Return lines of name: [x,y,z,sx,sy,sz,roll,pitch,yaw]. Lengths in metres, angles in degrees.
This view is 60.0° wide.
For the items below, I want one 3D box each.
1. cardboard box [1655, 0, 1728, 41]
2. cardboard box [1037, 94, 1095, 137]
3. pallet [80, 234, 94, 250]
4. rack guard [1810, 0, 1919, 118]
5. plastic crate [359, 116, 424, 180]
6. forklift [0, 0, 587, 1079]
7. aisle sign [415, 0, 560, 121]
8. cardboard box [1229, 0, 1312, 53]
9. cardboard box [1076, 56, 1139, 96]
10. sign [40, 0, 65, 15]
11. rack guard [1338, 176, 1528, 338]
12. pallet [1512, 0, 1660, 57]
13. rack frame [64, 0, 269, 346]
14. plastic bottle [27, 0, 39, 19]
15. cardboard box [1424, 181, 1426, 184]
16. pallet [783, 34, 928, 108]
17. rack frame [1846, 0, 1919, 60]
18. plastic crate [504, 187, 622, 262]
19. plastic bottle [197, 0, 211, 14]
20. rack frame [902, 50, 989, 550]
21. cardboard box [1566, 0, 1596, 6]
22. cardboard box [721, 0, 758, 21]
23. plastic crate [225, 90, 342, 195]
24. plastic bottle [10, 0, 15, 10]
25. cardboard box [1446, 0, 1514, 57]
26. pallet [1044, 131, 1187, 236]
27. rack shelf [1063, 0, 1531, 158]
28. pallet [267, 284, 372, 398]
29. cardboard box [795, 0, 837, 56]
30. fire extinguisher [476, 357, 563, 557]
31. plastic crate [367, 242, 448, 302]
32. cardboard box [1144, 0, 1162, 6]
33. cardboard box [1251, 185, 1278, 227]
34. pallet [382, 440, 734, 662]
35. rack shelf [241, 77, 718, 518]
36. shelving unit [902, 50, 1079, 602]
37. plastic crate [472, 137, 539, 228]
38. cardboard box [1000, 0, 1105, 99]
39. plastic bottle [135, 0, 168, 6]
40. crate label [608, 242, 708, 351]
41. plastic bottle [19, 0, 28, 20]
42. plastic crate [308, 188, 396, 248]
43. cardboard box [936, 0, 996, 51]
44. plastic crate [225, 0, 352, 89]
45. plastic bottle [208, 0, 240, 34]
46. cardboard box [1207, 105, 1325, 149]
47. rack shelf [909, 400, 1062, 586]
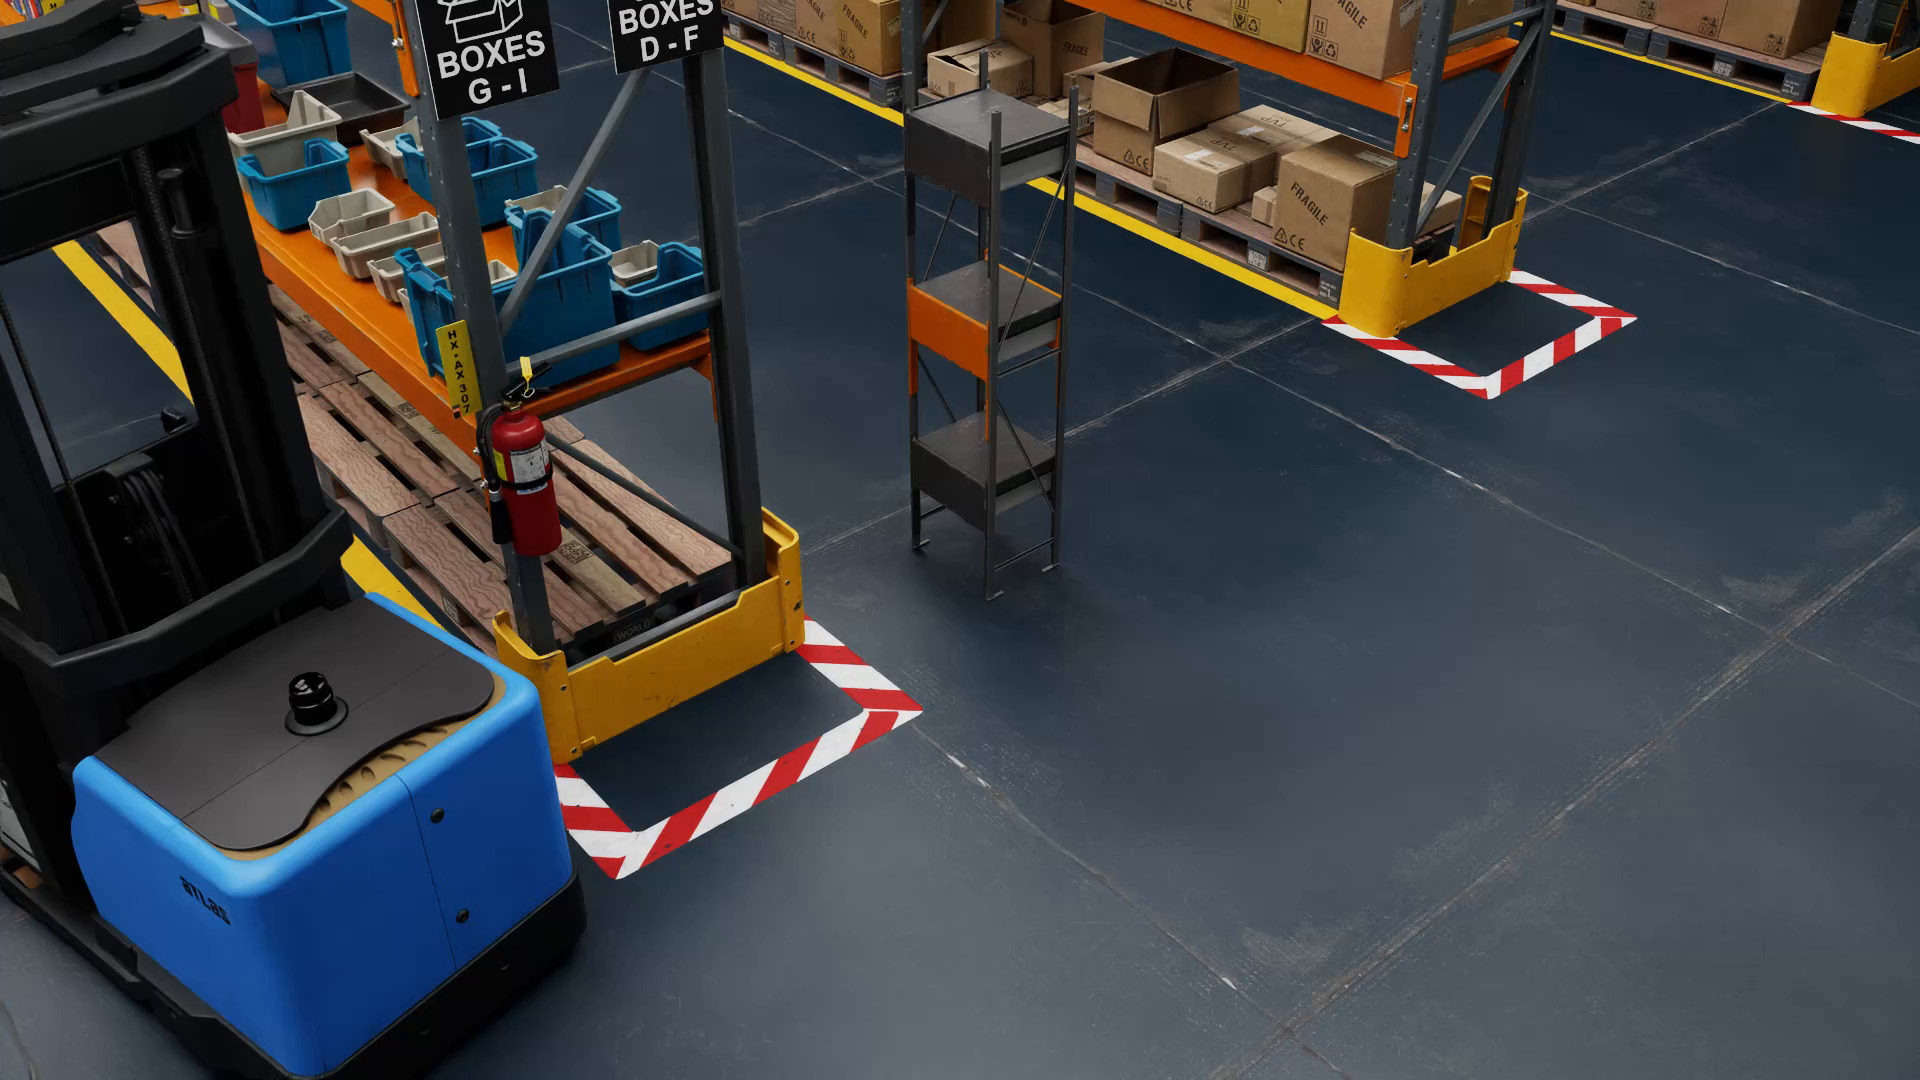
cardboard box: [5.540,-4.023,12.134,0.700,0.500,0.500,-26,43,-32]
cardboard box: [0.700,-2.675,10.502,0.380,0.166,0.250,-26,43,-32]
pallet: [-5.016,-2.207,10.184,1.003,0.211,1.213,-26,43,-32]
rack guard: [6.407,-3.348,11.545,1.175,0.500,0.348,-26,43,-32]
plastic crate: [-2.405,-1.710,7.246,0.293,0.136,0.466,-26,43,-32]
forklift: [-2.690,-0.187,4.978,3.031,2.935,1.130,23,41,29]
aisle sign: [-1.354,-1.604,4.670,0.394,0.787,0.004,-26,43,-32]
cardboard box: [1.775,-2.894,8.655,0.500,0.500,0.500,-26,43,-31]
cardboard box: [1.096,-2.901,10.697,0.500,0.311,0.500,-26,43,-32]
sign: [-4.180,-2.359,7.745,0.100,0.325,0.005,-26,43,-32]
rack guard: [2.560,-1.543,8.996,1.175,0.500,0.348,-26,43,-32]
pallet: [5.032,-4.103,12.861,1.003,0.211,1.213,-26,43,-32]
rack frame: [-3.758,-2.450,8.114,1.000,3.000,0.127,-26,43,-32]
plastic bottle: [-4.821,-2.837,8.767,0.152,0.276,0.135,-26,43,-32]
cardboard box: [2.440,-1.976,9.516,0.380,0.166,0.250,-26,43,-32]
pallet: [-0.526,-3.503,12.013,1.003,0.211,1.213,-26,43,-32]
rack frame: [6.391,-4.379,10.838,1.000,3.000,0.127,-26,43,-32]
plastic crate: [-1.510,-1.163,6.389,0.416,0.233,0.300,-26,43,-32]
plastic bottle: [-4.002,-2.907,8.867,0.152,0.276,0.135,-26,43,-32]
rack frame: [-0.051,-0.892,6.692,0.400,2.100,0.015,-26,43,-32]
cardboard box: [4.865,-4.477,12.776,0.700,0.500,0.500,-25,42,-31]
cardboard box: [-1.475,-4.233,12.413,0.500,0.500,0.500,-28,44,-33]
plastic crate: [-2.914,-1.683,7.082,0.437,0.282,0.530,-26,43,-32]
plastic bottle: [-5.153,-3.009,9.075,0.097,0.201,0.097,0,35,0]
cardboard box: [2.524,-2.865,8.613,0.500,0.500,0.500,-25,42,-31]
pallet: [1.262,-2.315,10.337,1.003,0.211,1.213,-26,43,-32]
rack shelf: [1.319,-3.119,9.681,1.077,0.370,4.000,-26,43,-32]
pallet: [-3.254,-1.002,8.482,1.003,0.211,1.213,-26,43,-32]
cardboard box: [-0.822,-3.788,11.785,0.500,0.500,0.500,-26,43,-32]
fire extinguisher: [-1.427,-0.264,5.417,0.296,0.674,0.183,-26,43,-32]
plastic crate: [-2.018,-1.027,6.280,0.396,0.136,0.243,-26,43,-32]
cardboard box: [1.132,-3.339,9.283,0.500,0.500,0.500,-27,43,-32]
cardboard box: [1.878,-1.914,9.427,0.380,0.166,0.250,-26,43,-32]
pallet: [-1.680,0.075,6.961,1.003,0.211,1.213,-26,43,-32]
rack shelf: [-2.468,-1.273,7.075,1.077,0.370,4.000,-26,43,-32]
shelving unit: [0.107,-0.784,6.540,0.431,2.100,0.503,-26,43,-32]
plastic crate: [-1.934,-1.453,6.799,0.416,0.233,0.300,-26,43,-32]
cardboard box: [0.612,-3.309,11.110,0.500,0.500,0.500,-26,43,-32]
plastic bottle: [-4.480,-3.098,9.136,0.152,0.276,0.135,-26,43,-32]
crate label: [-1.085,-0.872,5.979,0.416,0.233,0.303,-26,43,-32]
plastic bottle: [-5.003,-2.907,8.931,0.097,0.201,0.097,0,35,0]
plastic crate: [-2.421,-1.264,6.616,0.298,0.136,0.250,-26,43,-32]
cardboard box: [-0.098,-3.760,11.745,0.500,0.500,0.500,-28,44,-34]
plastic crate: [-3.196,-2.389,7.990,0.392,0.384,0.575,-26,43,-32]
plastic bottle: [-3.764,-2.724,8.543,0.144,0.351,0.185,-26,43,-32]
cardboard box: [1.830,-2.375,10.006,0.500,0.250,0.500,-26,43,-32]
rack shelf: [0.107,-0.201,6.952,0.431,0.518,0.480,-26,43,-32]
